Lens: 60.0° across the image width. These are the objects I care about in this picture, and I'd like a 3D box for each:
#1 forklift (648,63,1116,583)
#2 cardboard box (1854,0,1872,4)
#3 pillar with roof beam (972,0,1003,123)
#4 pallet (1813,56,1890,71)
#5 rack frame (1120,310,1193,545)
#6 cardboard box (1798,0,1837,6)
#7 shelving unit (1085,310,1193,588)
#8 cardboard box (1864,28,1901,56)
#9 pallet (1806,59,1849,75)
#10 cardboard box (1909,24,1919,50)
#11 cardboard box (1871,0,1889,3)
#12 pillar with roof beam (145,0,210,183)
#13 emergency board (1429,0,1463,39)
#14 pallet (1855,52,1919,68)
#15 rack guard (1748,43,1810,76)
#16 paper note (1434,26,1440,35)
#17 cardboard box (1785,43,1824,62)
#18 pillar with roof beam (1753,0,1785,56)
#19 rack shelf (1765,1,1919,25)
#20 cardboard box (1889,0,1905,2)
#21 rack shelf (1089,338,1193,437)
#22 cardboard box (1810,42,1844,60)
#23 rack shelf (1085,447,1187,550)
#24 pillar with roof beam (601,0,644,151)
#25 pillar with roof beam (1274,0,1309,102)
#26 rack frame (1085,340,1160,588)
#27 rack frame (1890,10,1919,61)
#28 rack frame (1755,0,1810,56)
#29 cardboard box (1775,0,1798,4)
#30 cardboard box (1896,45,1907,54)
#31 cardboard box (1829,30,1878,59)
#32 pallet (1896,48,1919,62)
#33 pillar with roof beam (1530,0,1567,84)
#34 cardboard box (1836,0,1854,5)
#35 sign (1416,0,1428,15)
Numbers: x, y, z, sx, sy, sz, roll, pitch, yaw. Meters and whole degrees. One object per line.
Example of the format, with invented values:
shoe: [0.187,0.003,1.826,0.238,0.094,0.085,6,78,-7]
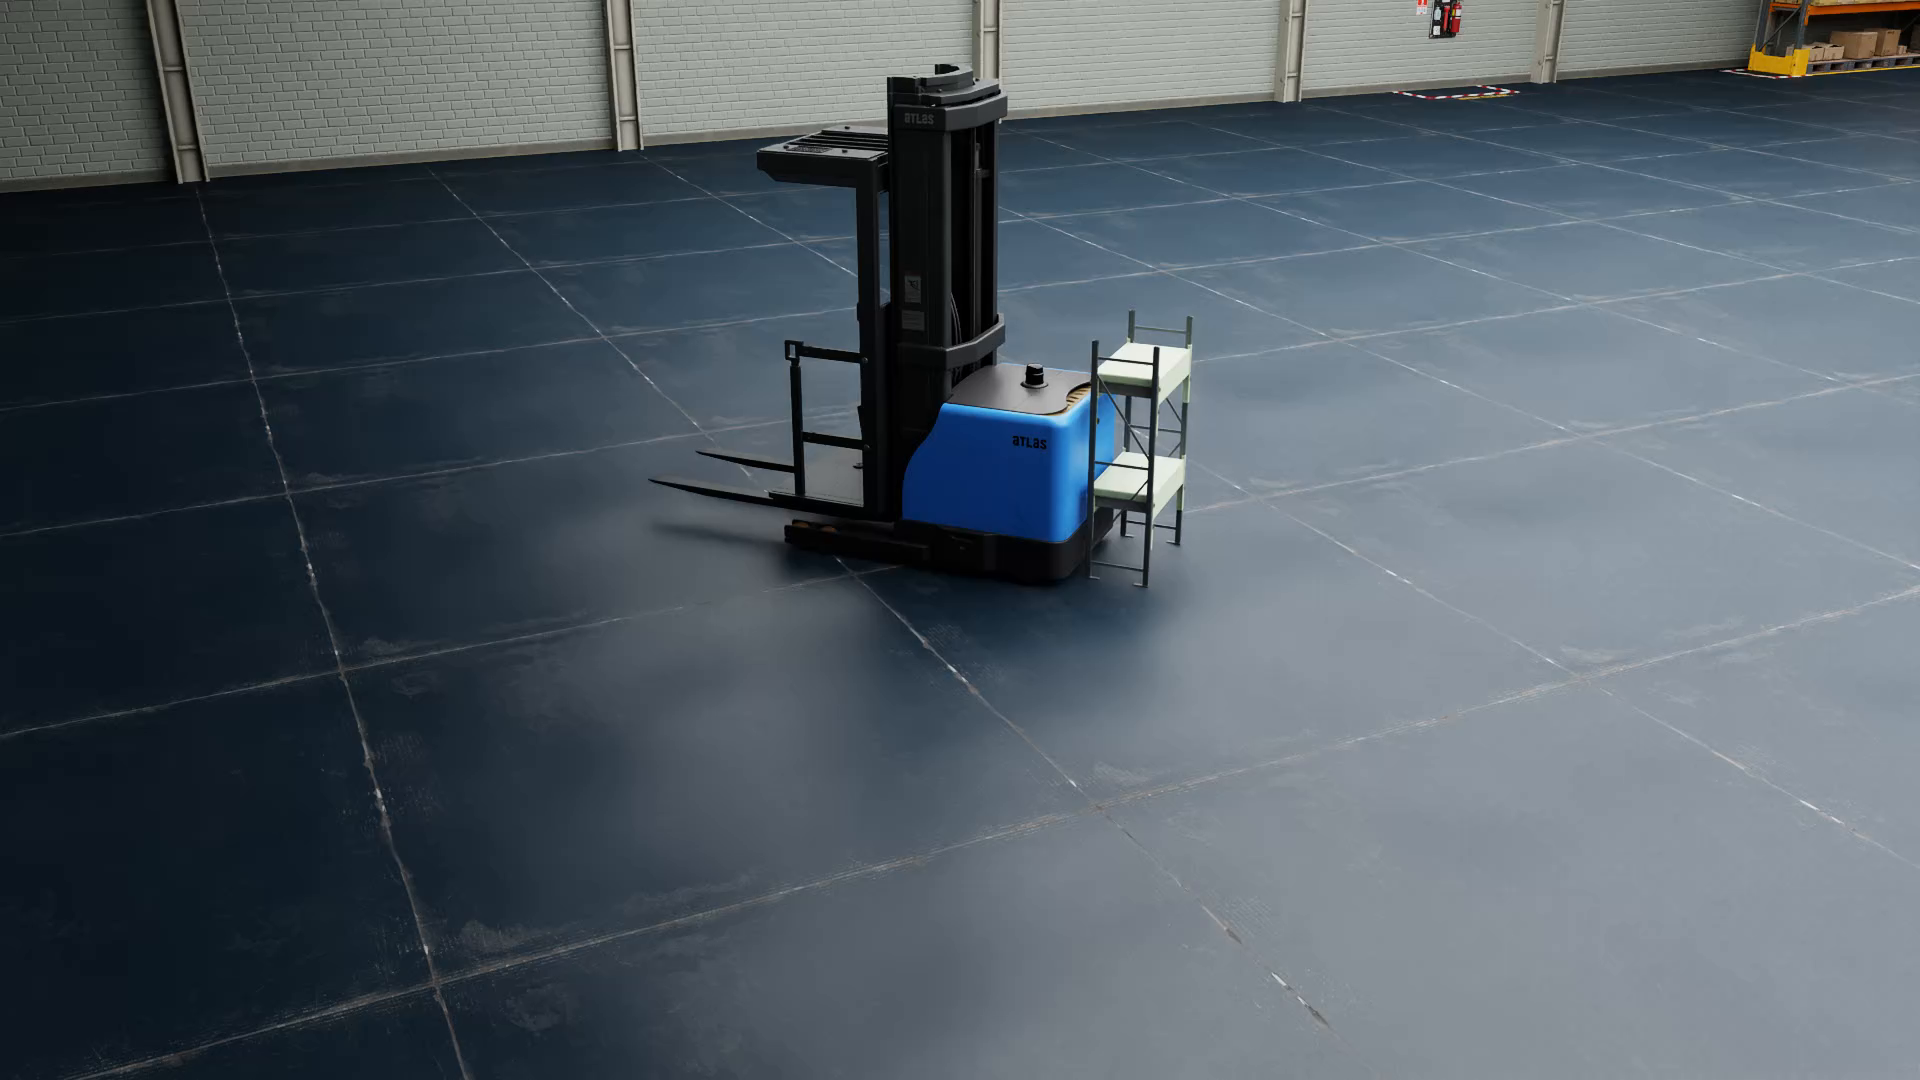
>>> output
forklift: [-0.573,-1.447,10.415,3.031,2.935,1.130,9,24,21]
cardboard box: [17.903,-10.899,33.328,0.500,0.250,0.500,-11,25,-24]
pillar with roof beam: [2.306,-9.531,22.009,0.400,9.000,9.100,-10,25,-24]
pallet: [18.316,-9.862,34.298,1.213,0.211,1.003,-10,25,-24]
rack frame: [1.231,-0.695,10.469,0.400,1.500,0.023,9,24,20]
cardboard box: [16.979,-10.725,32.909,0.500,0.250,0.500,-11,25,-25]
shelving unit: [1.092,-0.566,10.155,0.431,1.500,0.755,9,24,20]
cardboard box: [19.088,-10.340,34.500,0.500,0.500,0.500,-12,26,-28]
pallet: [17.218,-9.661,33.812,1.213,0.211,1.003,-10,25,-24]
cardboard box: [20.662,-10.654,35.258,0.500,0.500,0.700,-10,24,-22]
cardboard box: [18.359,-10.982,33.528,0.500,0.250,0.500,-10,25,-23]
pillar with roof beam: [-8.507,-7.540,17.200,0.400,9.000,9.100,-10,25,-24]
emergency board: [9.008,-9.836,30.590,0.643,1.169,0.194,-10,25,-24]
pallet: [19.416,-10.065,34.790,1.213,0.211,1.003,-10,25,-24]
rack guard: [16.470,-9.672,33.461,0.348,0.500,1.175,-10,25,-24]
paper note: [8.818,-9.424,30.745,0.142,0.148,0.016,-10,25,-24]
cardboard box: [17.064,-9.859,33.585,0.500,0.311,0.500,-14,26,-30]
pillar with roof beam: [18.525,-12.516,29.222,0.400,9.000,9.100,-10,25,-24]
rack shelf: [18.204,-10.813,33.892,4.000,0.370,1.077,-10,25,-24]
cardboard box: [18.812,-11.066,33.731,0.500,0.250,0.500,-11,25,-24]
rack shelf: [1.092,-0.926,10.006,0.431,0.370,0.720,9,24,20]
cardboard box: [17.578,-9.953,33.813,0.500,0.311,0.500,-8,24,-19]
rack shelf: [1.092,-0.264,10.280,0.431,0.370,0.720,9,24,20]
pillar with roof beam: [-3.101,-8.535,19.604,0.400,9.000,9.100,-10,25,-24]
pillar with roof beam: [7.712,-10.526,24.413,0.400,9.000,9.100,-10,25,-24]
rack frame: [0.954,-0.436,9.842,0.400,1.500,0.023,9,24,20]
rack frame: [20.006,-11.477,34.555,0.127,3.000,1.000,-10,25,-24]
rack frame: [16.402,-10.814,32.953,0.127,3.000,1.000,-10,25,-24]
cardboard box: [16.739,-10.898,33.326,0.500,0.250,0.500,-10,25,-23]
cardboard box: [19.537,-10.273,34.774,0.250,0.166,0.380,-14,26,-30]
cardboard box: [18.261,-10.145,34.030,0.500,0.500,0.700,-12,25,-27]
pallet: [20.707,-10.319,35.402,1.213,0.211,1.003,-10,25,-24]
pillar with roof beam: [13.118,-11.521,26.817,0.400,9.000,9.100,-10,25,-24]
cardboard box: [17.441,-10.816,33.129,0.500,0.250,0.500,-11,25,-25]
sign: [8.465,-9.796,30.448,0.234,0.329,0.001,-10,25,-24]
